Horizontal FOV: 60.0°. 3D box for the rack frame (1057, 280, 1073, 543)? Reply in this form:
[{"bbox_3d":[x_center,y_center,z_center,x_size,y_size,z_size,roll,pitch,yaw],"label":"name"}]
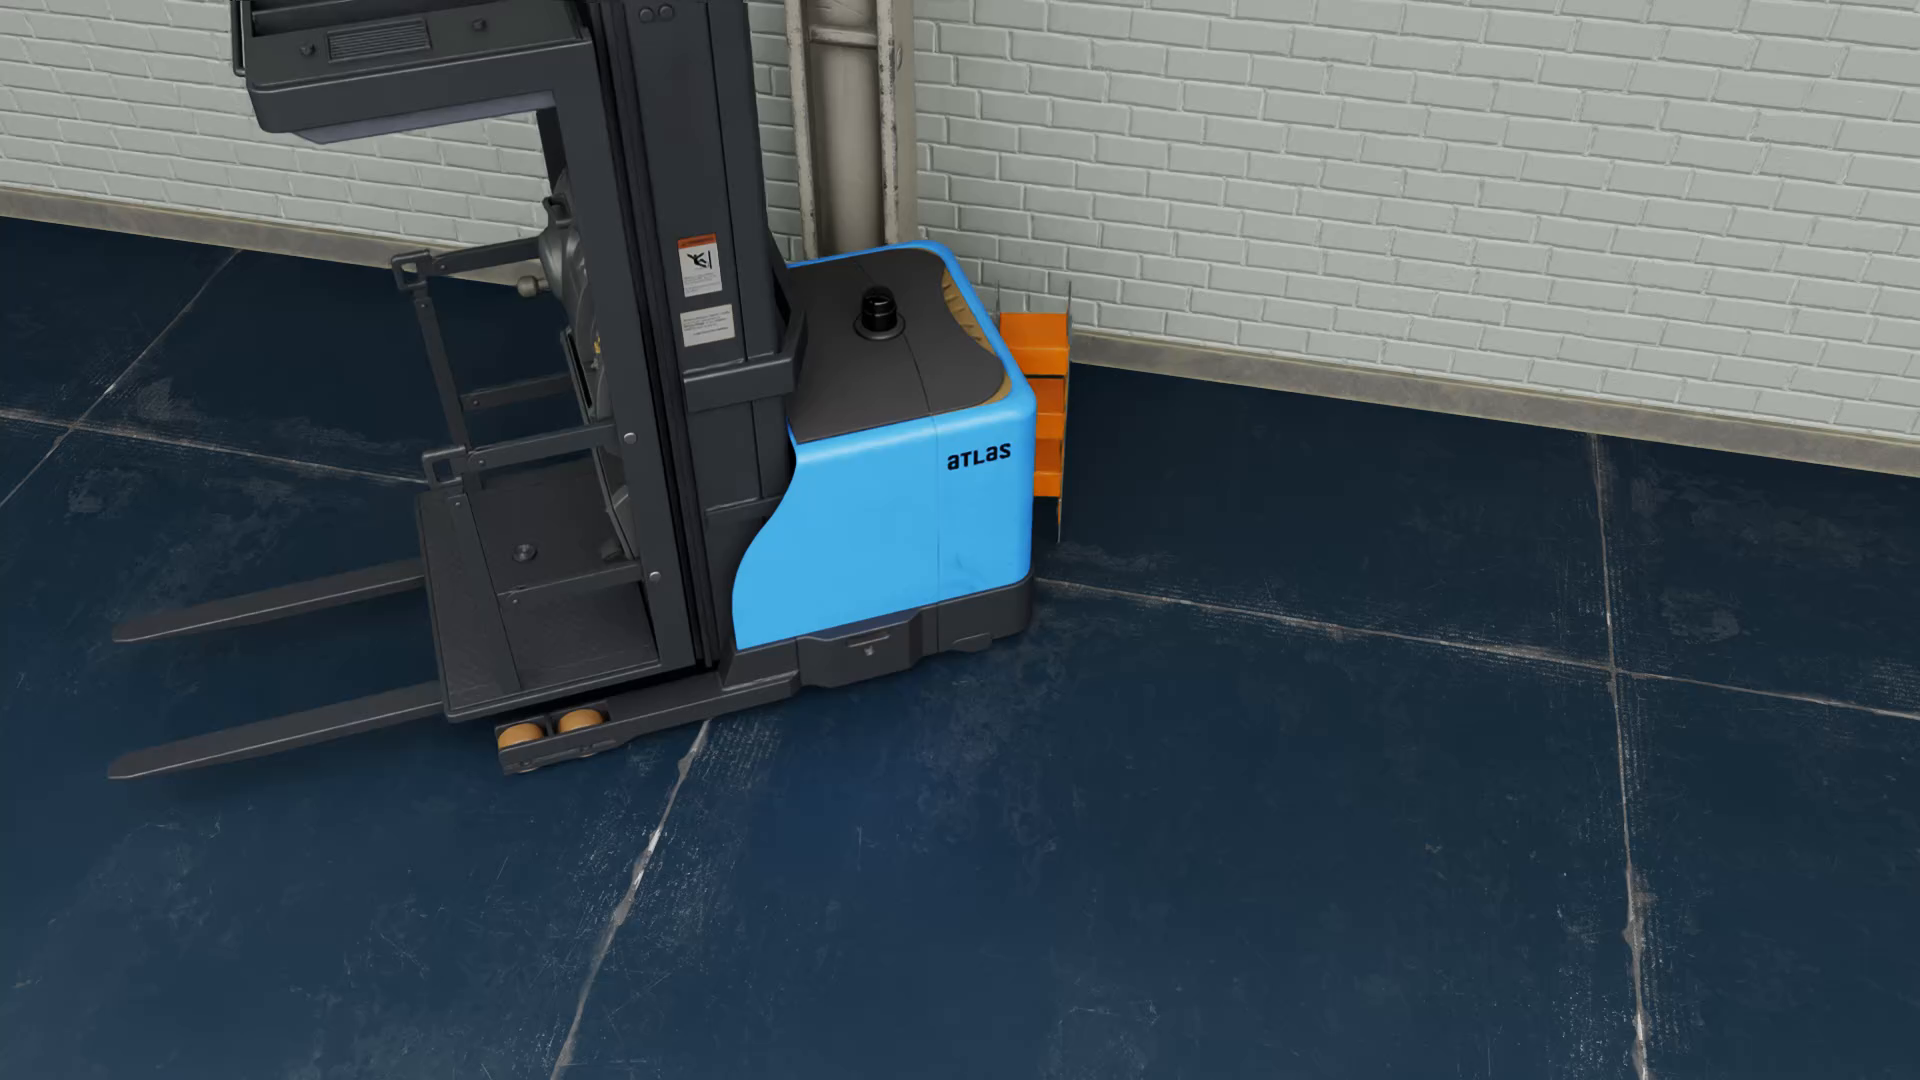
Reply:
[{"bbox_3d":[0.373,-0.435,5.945,0.008,1.050,0.200,1,44,1],"label":"rack frame"}]

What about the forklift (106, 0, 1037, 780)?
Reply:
[{"bbox_3d":[-1.318,-0.708,4.872,3.031,2.935,1.130,-13,45,-13],"label":"forklift"}]

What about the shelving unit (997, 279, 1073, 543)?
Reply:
[{"bbox_3d":[0.251,-0.437,5.947,0.252,1.050,0.215,1,44,1],"label":"shelving unit"}]

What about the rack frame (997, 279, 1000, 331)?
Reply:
[{"bbox_3d":[0.129,-0.440,5.950,0.008,1.050,0.200,1,44,1],"label":"rack frame"}]

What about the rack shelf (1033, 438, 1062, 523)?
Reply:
[{"bbox_3d":[0.251,-0.230,6.147,0.240,0.259,0.215,1,44,1],"label":"rack shelf"}]

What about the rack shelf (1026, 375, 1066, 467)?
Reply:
[{"bbox_3d":[0.251,-0.430,5.955,0.240,0.259,0.215,1,44,1],"label":"rack shelf"}]

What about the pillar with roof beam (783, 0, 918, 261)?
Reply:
[{"bbox_3d":[-1.338,-1.133,0.938,0.400,9.000,9.100,9,45,9],"label":"pillar with roof beam"}]

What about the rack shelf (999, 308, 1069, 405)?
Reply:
[{"bbox_3d":[0.251,-0.634,5.758,0.240,0.259,0.215,1,44,1],"label":"rack shelf"}]
